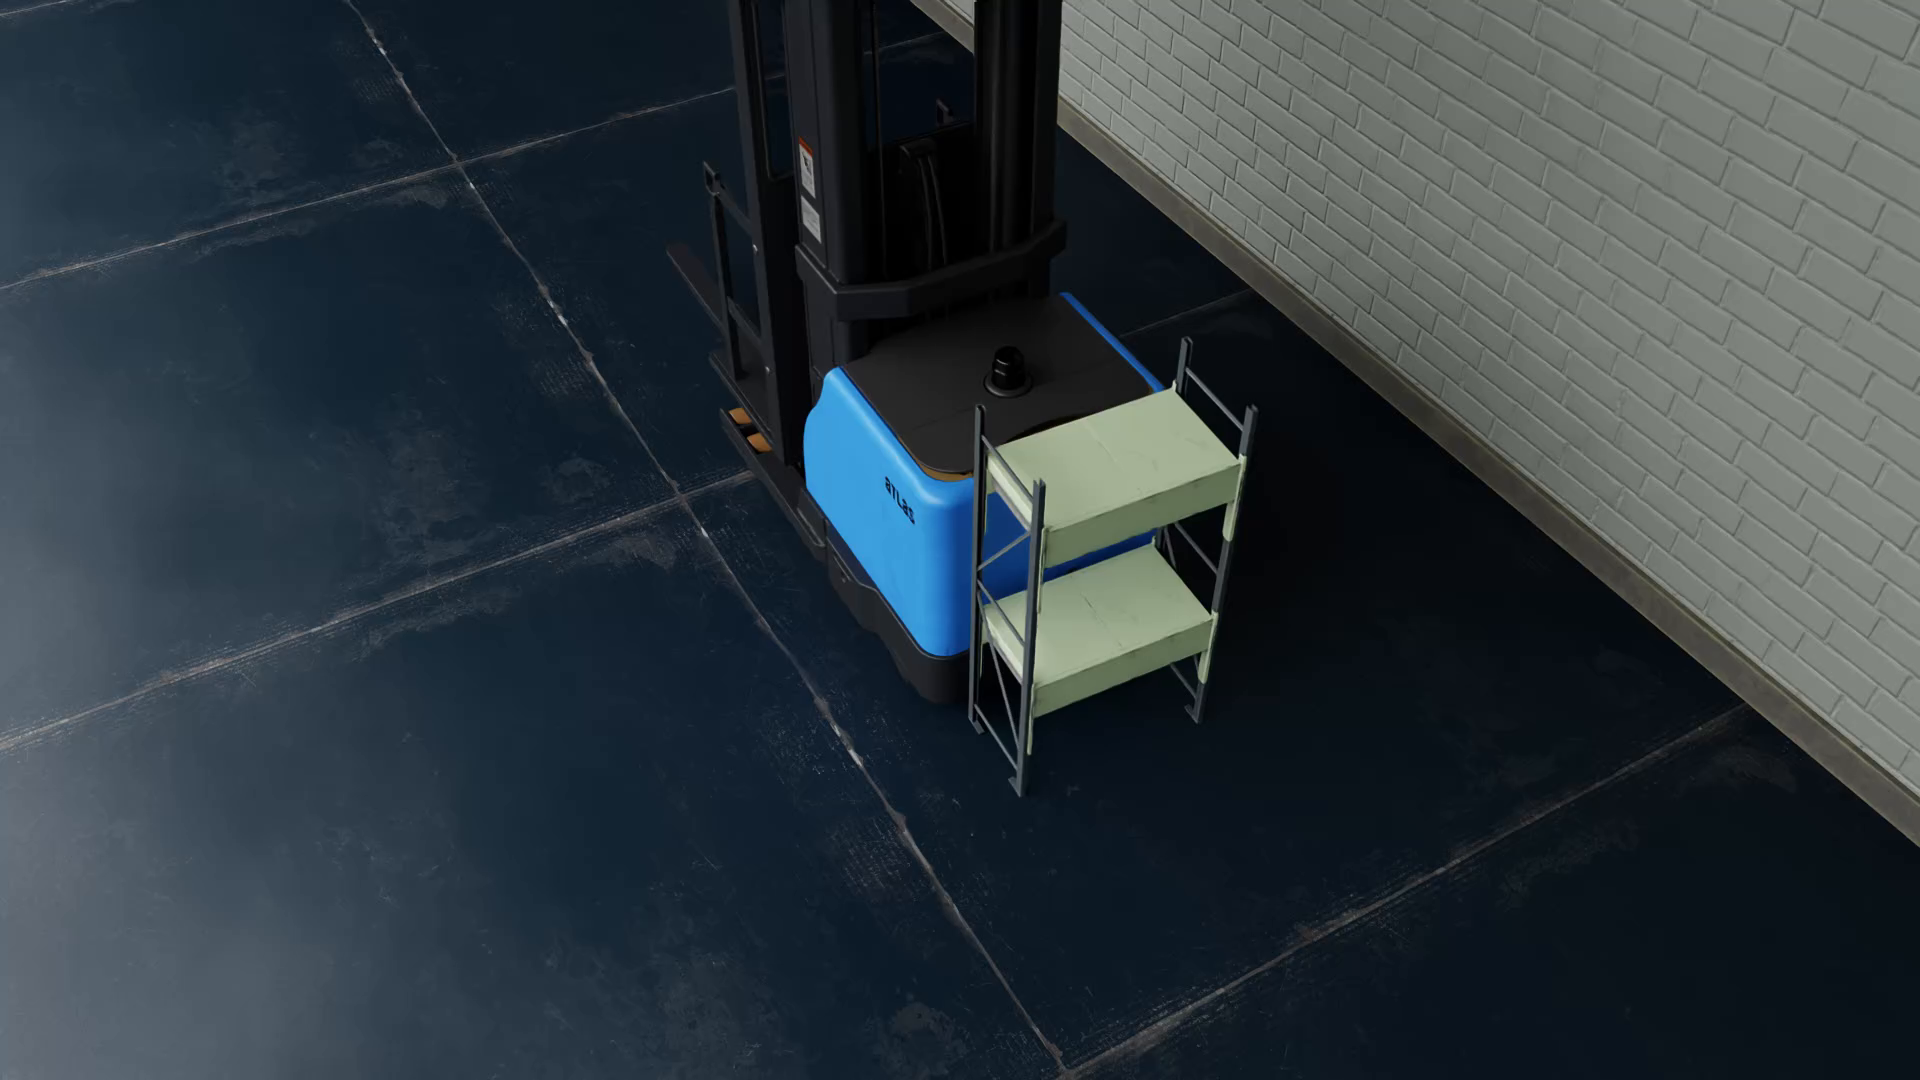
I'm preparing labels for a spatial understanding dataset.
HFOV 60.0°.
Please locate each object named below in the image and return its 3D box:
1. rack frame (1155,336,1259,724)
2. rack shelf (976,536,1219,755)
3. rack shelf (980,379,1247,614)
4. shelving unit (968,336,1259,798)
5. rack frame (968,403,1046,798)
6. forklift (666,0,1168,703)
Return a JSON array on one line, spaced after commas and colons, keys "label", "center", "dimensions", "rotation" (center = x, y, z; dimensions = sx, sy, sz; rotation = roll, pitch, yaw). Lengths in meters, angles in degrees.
[{"label": "rack frame", "center": [0.791, 0.014, 5.651], "dimensions": [0.023, 1.500, 0.400], "rotation": [-20, 49, -19]}, {"label": "rack shelf", "center": [0.461, 0.358, 5.764], "dimensions": [0.720, 0.370, 0.431], "rotation": [-20, 49, -19]}, {"label": "rack shelf", "center": [0.469, -0.145, 5.254], "dimensions": [0.720, 0.370, 0.431], "rotation": [-20, 49, -19]}, {"label": "shelving unit", "center": [0.464, 0.130, 5.532], "dimensions": [0.755, 1.500, 0.431], "rotation": [-20, 49, -19]}, {"label": "rack frame", "center": [0.138, 0.245, 5.413], "dimensions": [0.023, 1.500, 0.400], "rotation": [-20, 49, -19]}, {"label": "forklift", "center": [-0.371, -1.480, 6.170], "dimensions": [1.130, 2.935, 3.031], "rotation": [-21, 48, -20]}]
